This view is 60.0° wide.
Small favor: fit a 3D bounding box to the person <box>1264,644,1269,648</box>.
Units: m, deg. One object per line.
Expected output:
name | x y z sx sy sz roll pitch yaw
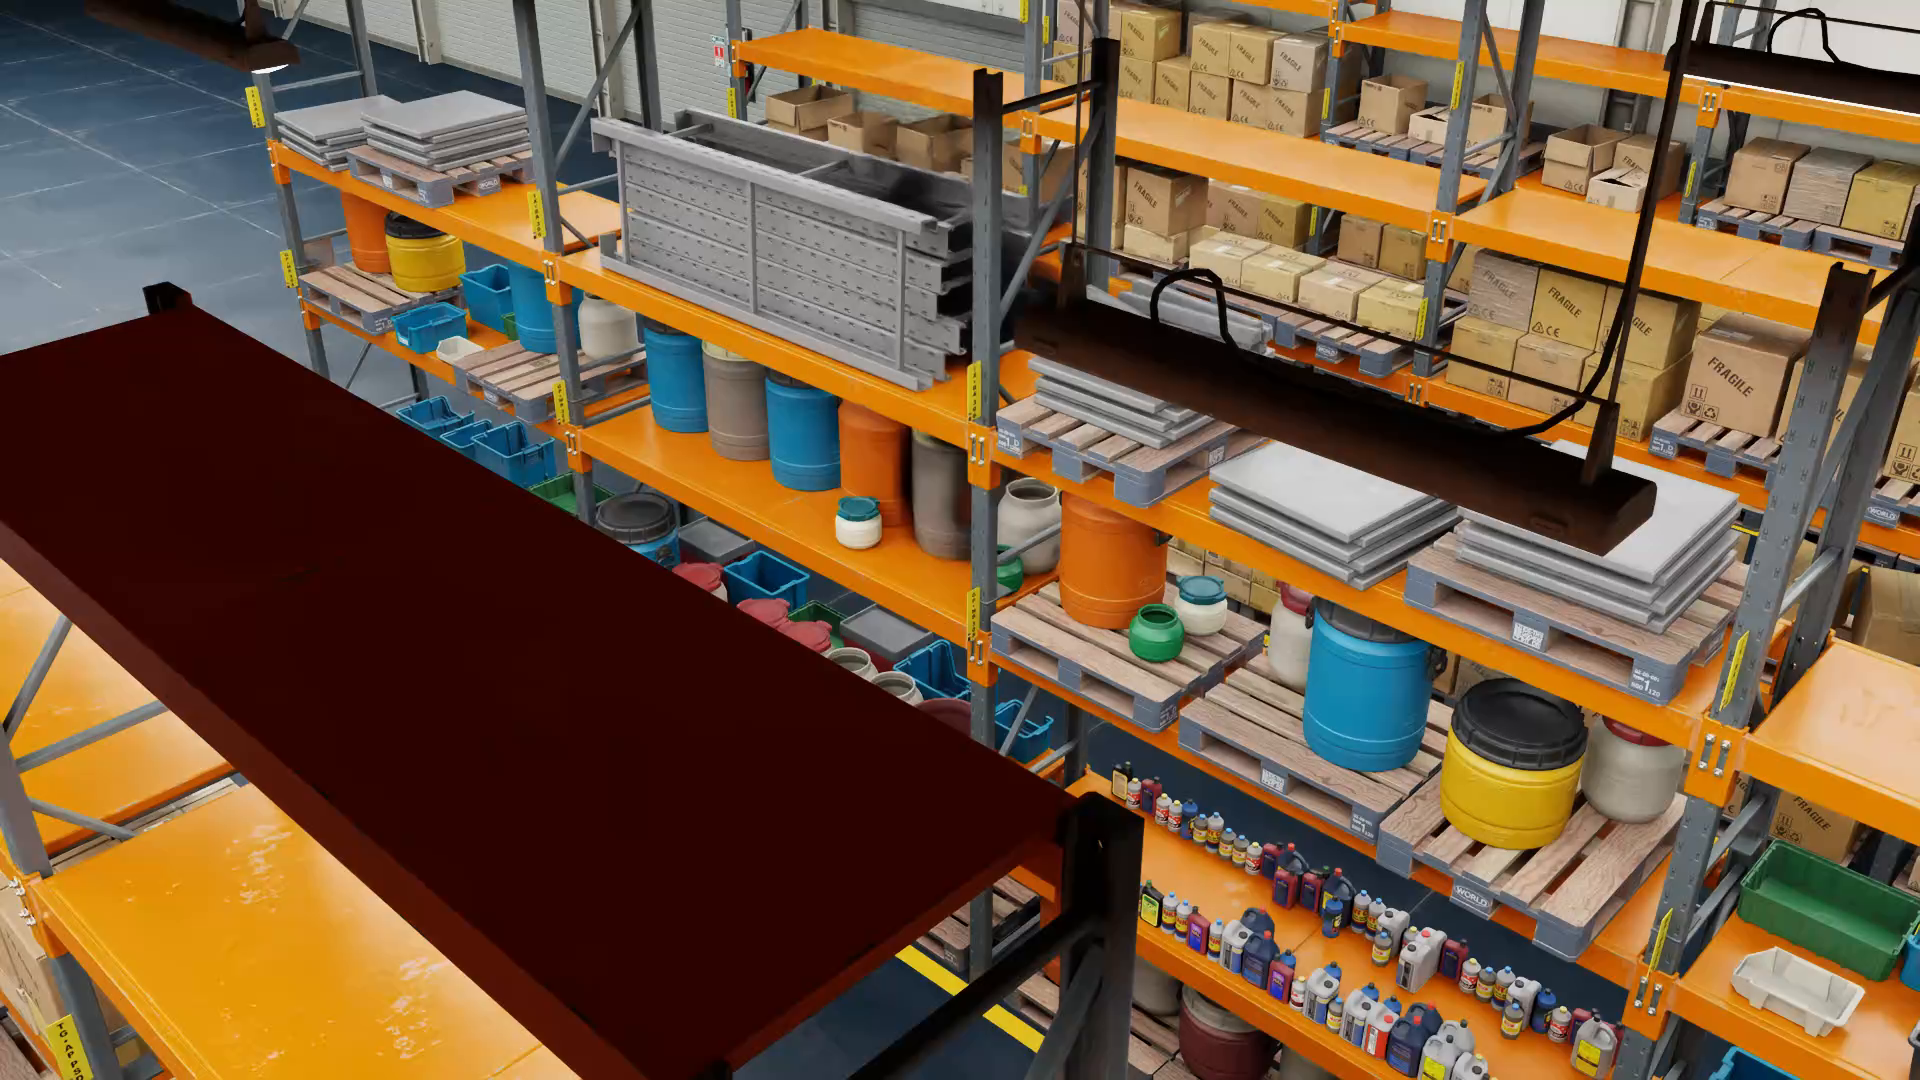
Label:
person | 2.361 1.140 11.942 0.590 1.739 0.648 17 34 28
